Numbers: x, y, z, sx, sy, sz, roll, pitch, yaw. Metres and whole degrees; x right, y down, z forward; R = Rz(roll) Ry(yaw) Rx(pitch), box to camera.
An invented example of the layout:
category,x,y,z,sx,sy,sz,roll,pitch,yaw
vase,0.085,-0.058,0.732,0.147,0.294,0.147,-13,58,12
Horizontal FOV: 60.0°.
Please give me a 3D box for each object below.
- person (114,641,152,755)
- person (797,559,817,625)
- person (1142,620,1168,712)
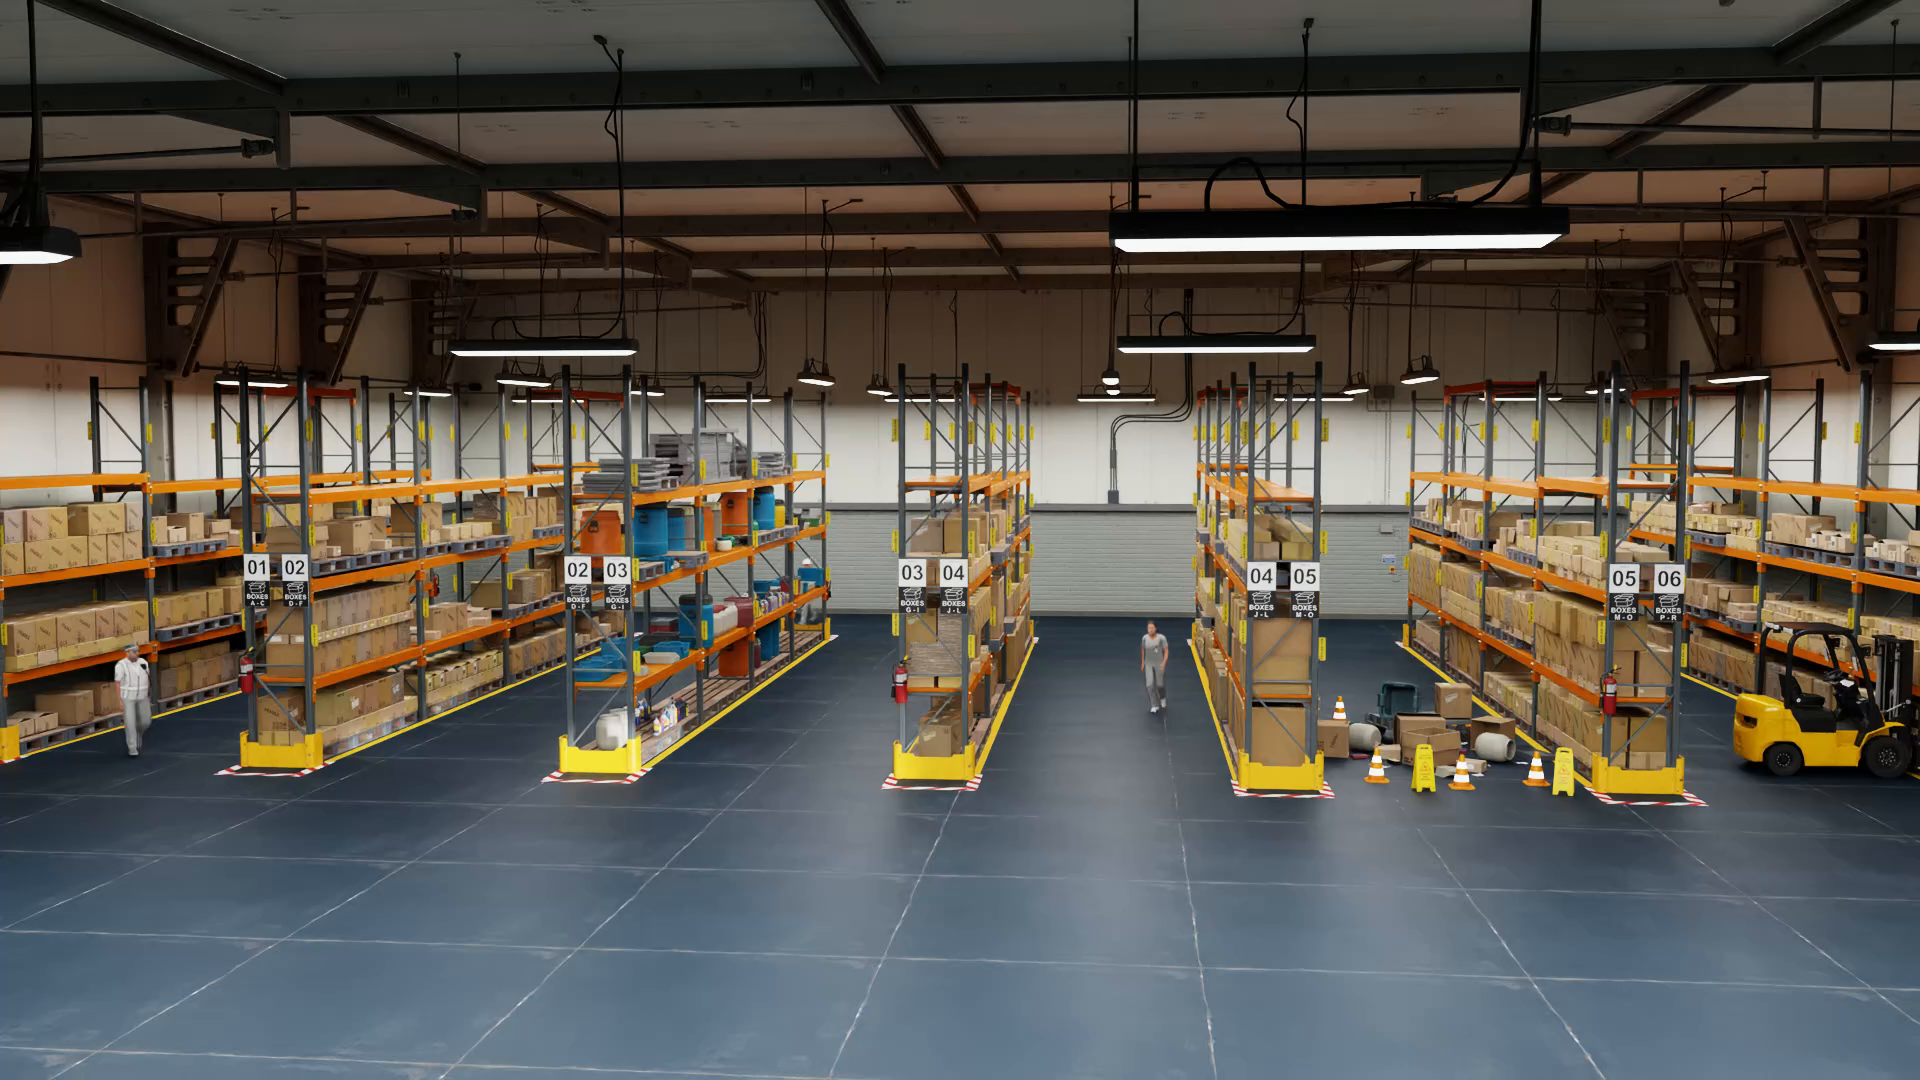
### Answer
category,x,y,z,sx,sy,sz,roll,pitch,yaw
person,-12.899,2.441,25.904,0.531,1.754,0.637,-3,5,-41
person,-3.991,1.348,43.352,0.528,1.726,1.064,2,4,33
person,3.544,2.261,30.049,0.501,1.646,0.608,1,4,20
